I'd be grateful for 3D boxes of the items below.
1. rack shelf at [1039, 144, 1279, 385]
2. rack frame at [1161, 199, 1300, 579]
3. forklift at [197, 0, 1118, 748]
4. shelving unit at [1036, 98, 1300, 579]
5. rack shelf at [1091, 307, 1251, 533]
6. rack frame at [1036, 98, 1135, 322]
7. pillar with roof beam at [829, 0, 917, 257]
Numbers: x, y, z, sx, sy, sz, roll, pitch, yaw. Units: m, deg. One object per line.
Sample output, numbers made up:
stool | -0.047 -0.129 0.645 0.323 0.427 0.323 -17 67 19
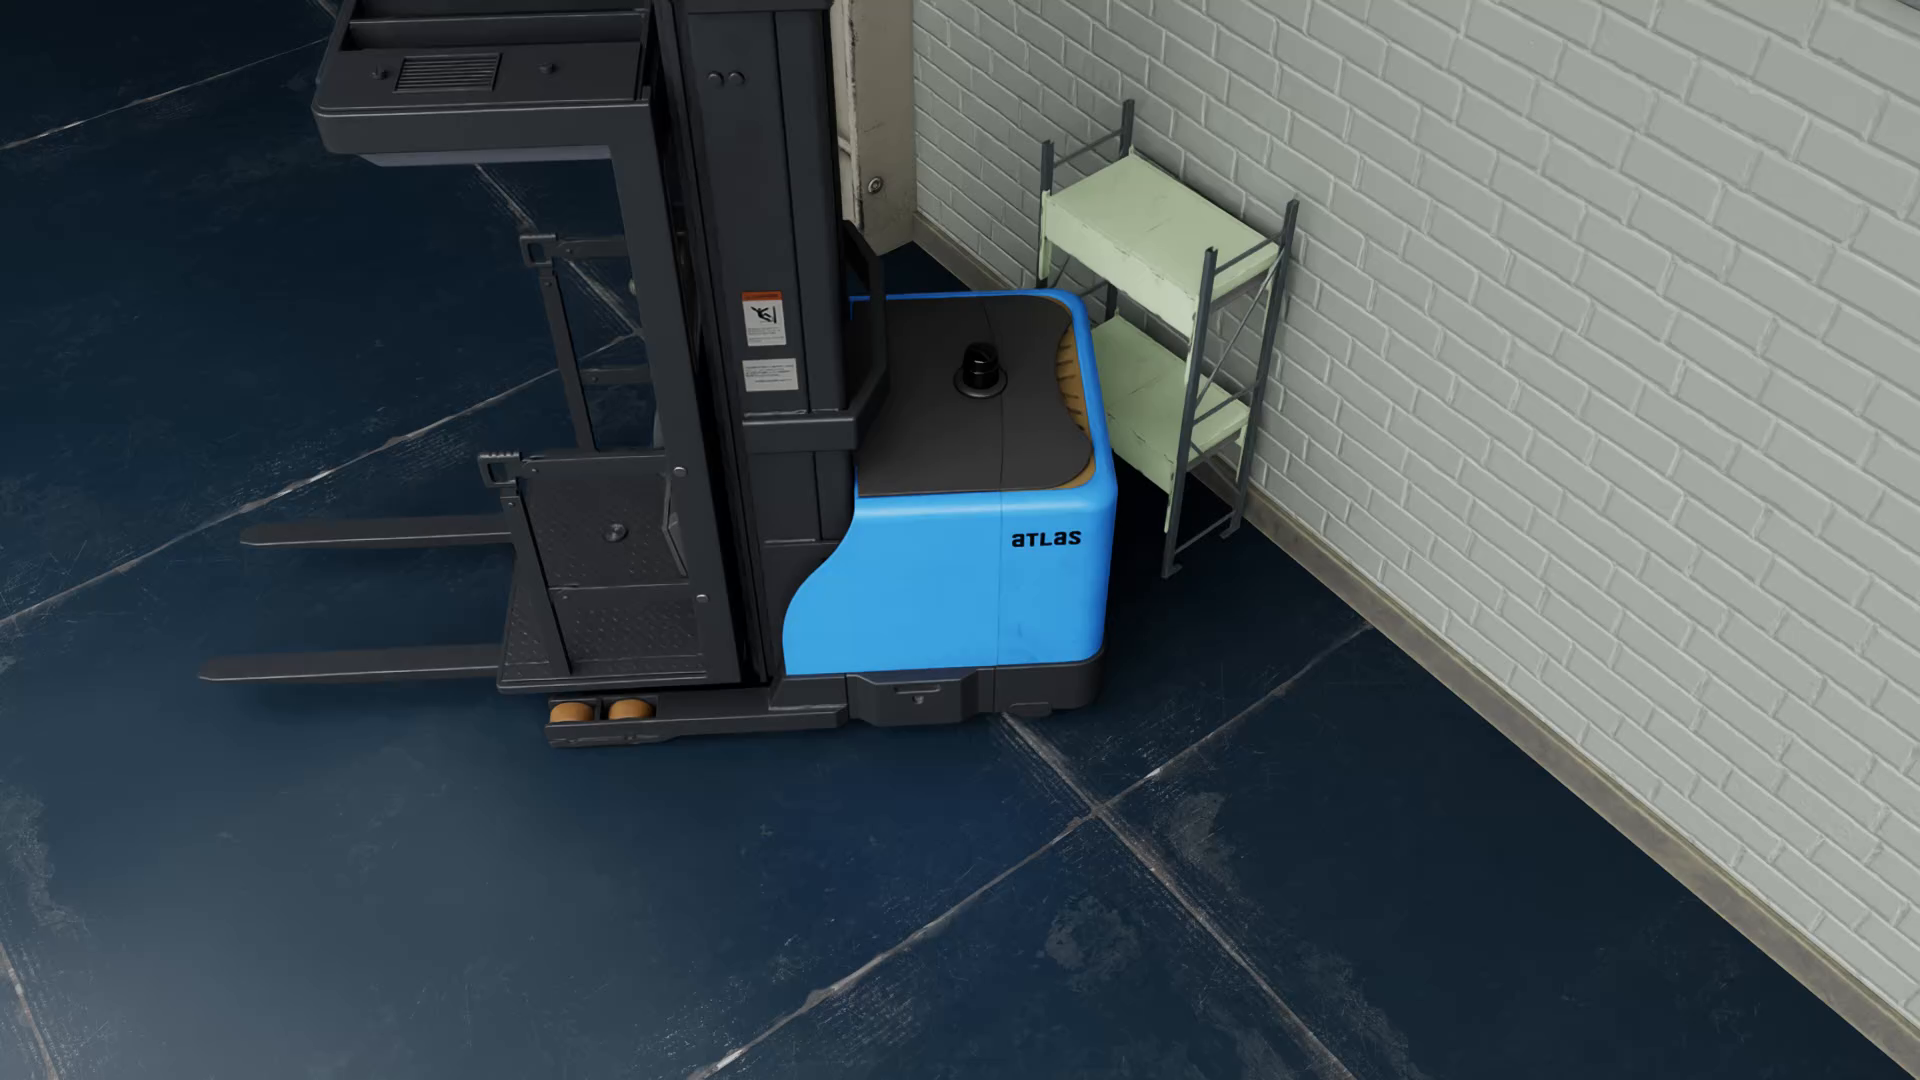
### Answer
rack shelf | 0.662 -0.930 5.554 0.431 0.370 0.720 -32 55 -26
rack frame | 0.899 -0.461 5.656 0.400 1.500 0.023 -32 55 -26
forklift | -1.050 -0.691 4.898 3.031 2.935 1.130 -3 48 -2
shelving unit | 0.662 -0.668 5.843 0.431 1.500 0.755 -32 55 -26
rack shelf | 0.662 -0.449 6.085 0.431 0.370 0.720 -32 55 -26
rack frame | 0.426 -0.874 6.030 0.400 1.500 0.023 -32 55 -26
pillar with roof beam | -3.852 -2.502 2.444 9.100 9.000 0.400 -29 54 -24
